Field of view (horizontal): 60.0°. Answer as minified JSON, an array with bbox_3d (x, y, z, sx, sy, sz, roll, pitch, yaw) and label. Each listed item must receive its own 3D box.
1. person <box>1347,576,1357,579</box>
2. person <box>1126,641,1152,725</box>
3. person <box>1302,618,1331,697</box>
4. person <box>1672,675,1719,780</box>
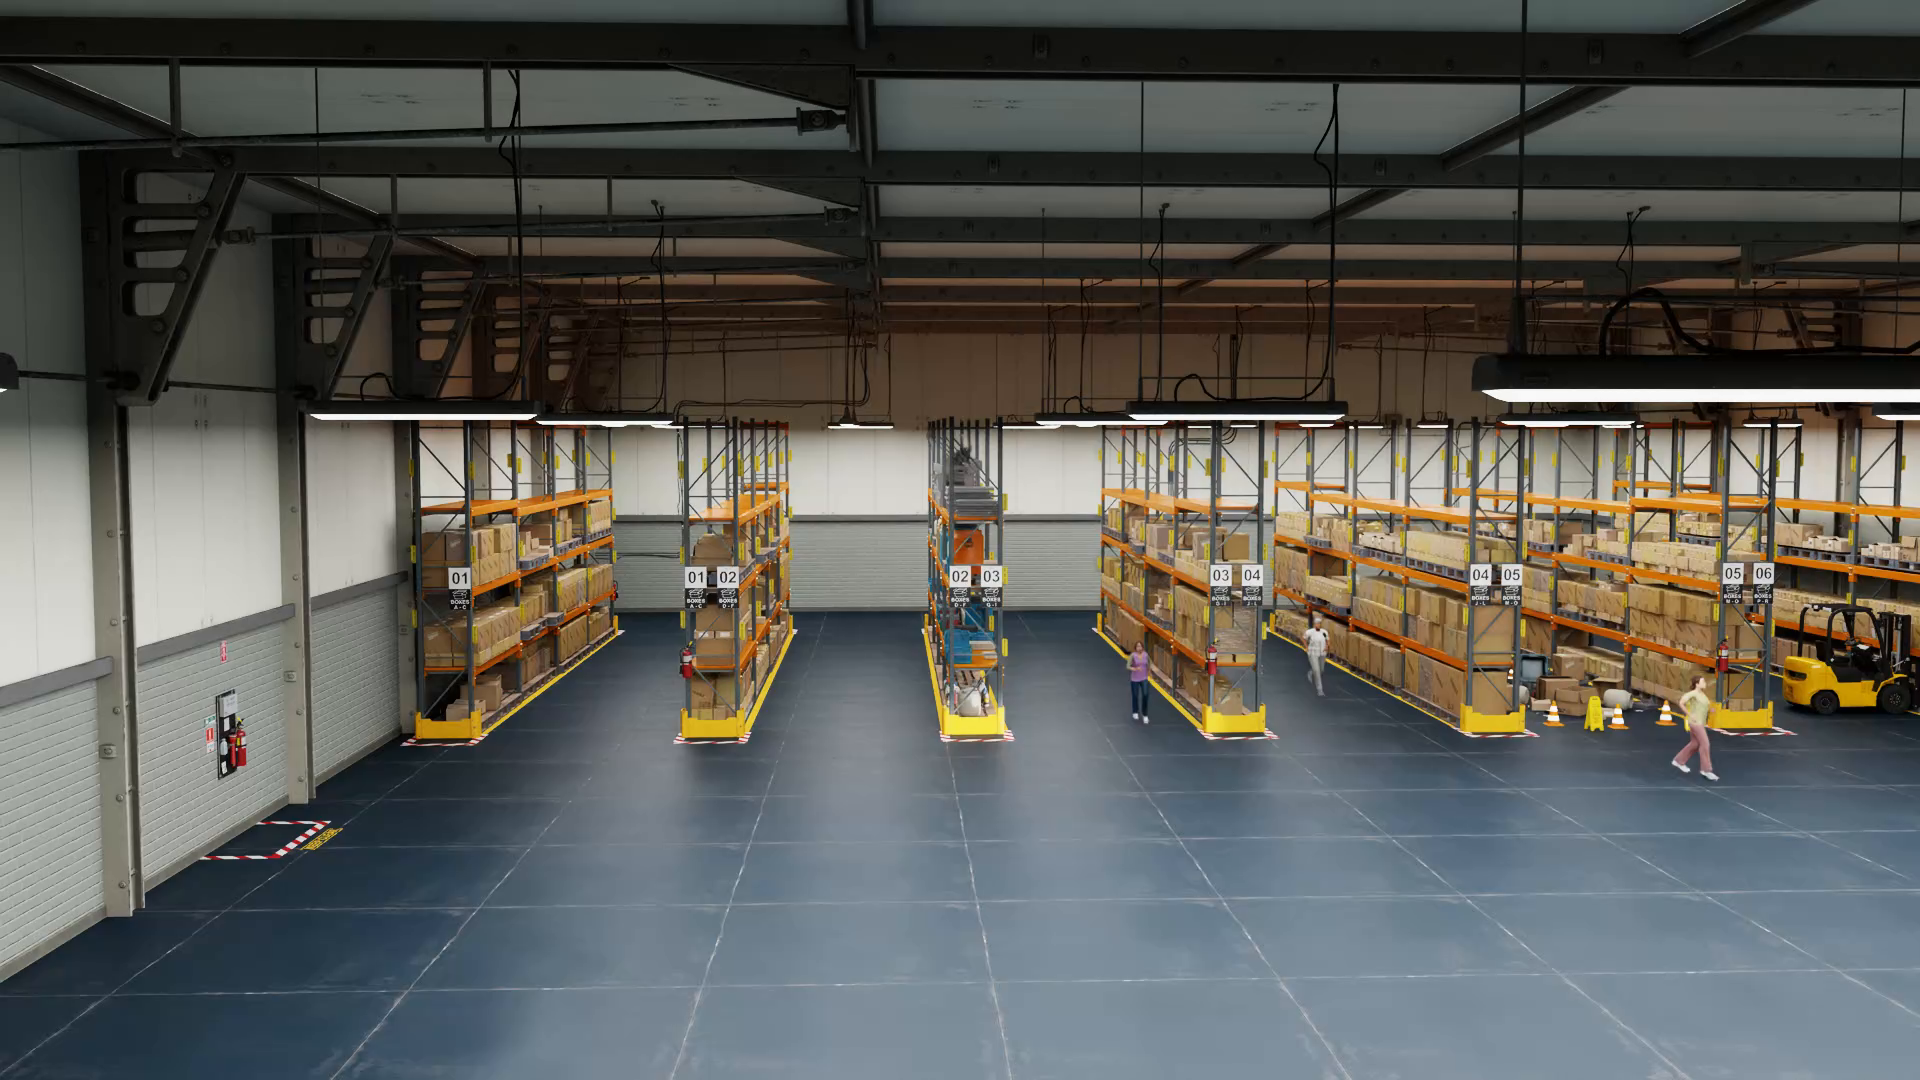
[{"bbox_3d":[11.557,1.614,49.707,0.569,1.721,0.674,-1,4,-16],"label":"person"},{"bbox_3d":[3.523,2.790,32.650,0.541,1.643,0.678,0,4,-1],"label":"person"},{"bbox_3d":[7.836,2.539,36.452,0.577,1.673,1.065,-1,4,-14],"label":"person"},{"bbox_3d":[12.224,3.081,27.586,0.789,1.699,0.583,3,5,41],"label":"person"}]
